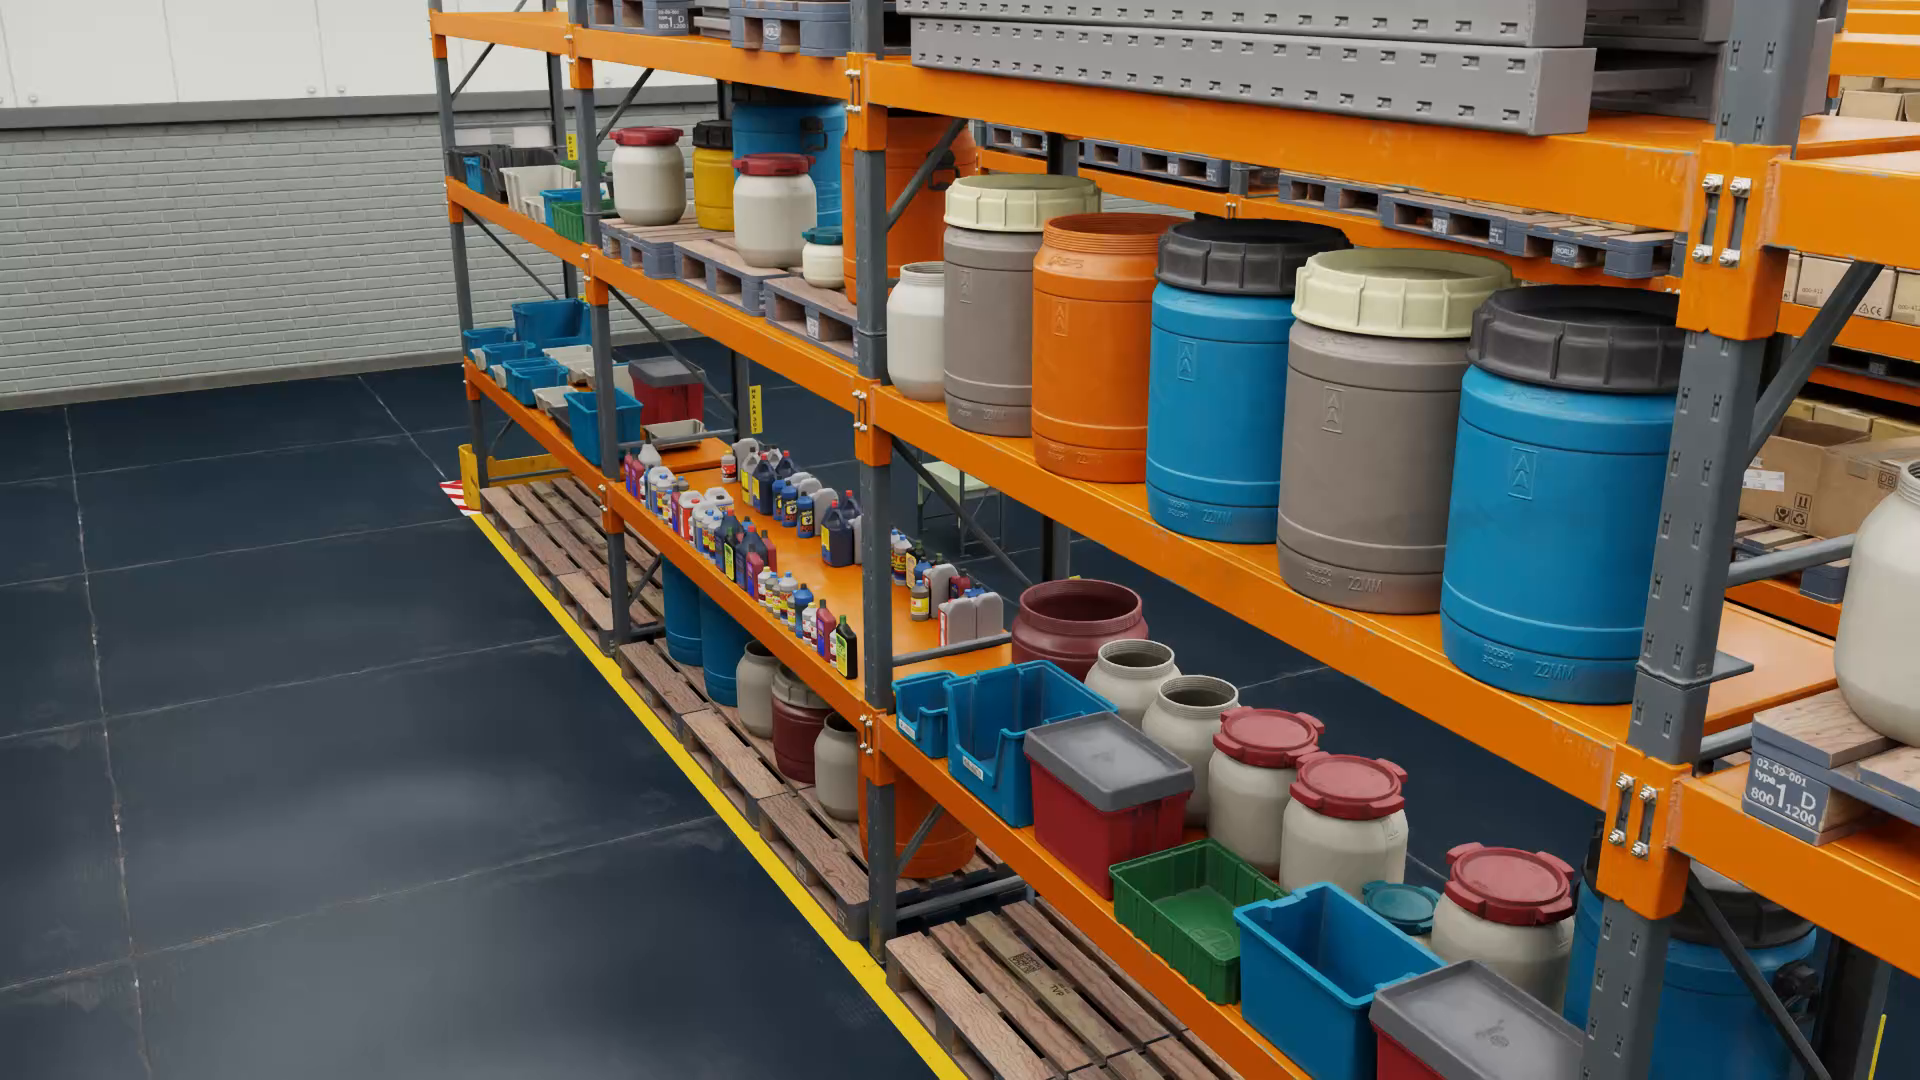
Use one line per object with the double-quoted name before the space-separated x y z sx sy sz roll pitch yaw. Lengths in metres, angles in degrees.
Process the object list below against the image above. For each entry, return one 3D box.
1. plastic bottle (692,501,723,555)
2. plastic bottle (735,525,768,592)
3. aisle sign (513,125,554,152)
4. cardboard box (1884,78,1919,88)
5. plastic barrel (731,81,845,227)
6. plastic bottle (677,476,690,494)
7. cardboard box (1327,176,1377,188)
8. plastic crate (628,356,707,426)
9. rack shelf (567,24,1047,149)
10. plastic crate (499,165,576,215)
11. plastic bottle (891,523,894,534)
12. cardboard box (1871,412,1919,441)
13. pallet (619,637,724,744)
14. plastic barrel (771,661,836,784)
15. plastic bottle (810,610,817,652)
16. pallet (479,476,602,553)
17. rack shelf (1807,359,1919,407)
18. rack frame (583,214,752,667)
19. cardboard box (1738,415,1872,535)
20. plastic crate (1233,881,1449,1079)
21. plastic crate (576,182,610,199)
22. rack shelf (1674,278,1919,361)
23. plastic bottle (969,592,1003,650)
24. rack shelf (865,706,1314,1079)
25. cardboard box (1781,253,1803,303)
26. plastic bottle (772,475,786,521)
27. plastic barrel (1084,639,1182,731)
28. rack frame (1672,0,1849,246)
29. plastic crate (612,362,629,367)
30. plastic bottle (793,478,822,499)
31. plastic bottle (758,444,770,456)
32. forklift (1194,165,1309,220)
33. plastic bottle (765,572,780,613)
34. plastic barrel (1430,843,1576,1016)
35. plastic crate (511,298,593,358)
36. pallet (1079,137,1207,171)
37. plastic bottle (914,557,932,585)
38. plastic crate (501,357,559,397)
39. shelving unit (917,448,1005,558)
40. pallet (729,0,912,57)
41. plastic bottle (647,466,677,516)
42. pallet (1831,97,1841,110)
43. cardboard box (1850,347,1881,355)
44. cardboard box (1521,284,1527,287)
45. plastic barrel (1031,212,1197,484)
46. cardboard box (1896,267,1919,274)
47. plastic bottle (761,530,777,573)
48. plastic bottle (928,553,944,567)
"plastic bottle" -1.427 -0.073 9.433 0.152 0.276 0.135 -10 21 -27
"plastic bottle" -1.111 0.086 8.860 0.144 0.351 0.185 -10 21 -27
"aisle sign" -3.537 -3.099 14.027 0.394 0.787 0.004 -10 21 -27
"cardboard box" 10.550 -5.052 18.121 0.797 0.503 0.637 -8 21 -22
"plastic barrel" -0.916 -2.043 8.942 0.600 0.901 0.708 -10 21 -27
"plastic bottle" -1.702 -0.289 10.176 0.097 0.201 0.097 0 19 0
"cardboard box" 2.939 -2.668 11.659 0.500 0.311 0.500 -11 22 -29
"plastic crate" -2.065 -1.009 11.767 0.402 0.464 0.583 -10 21 -27
"rack shelf" -0.912 -2.388 8.472 1.077 0.370 4.000 -10 21 -27
"plastic crate" -2.980 -2.482 11.808 0.437 0.282 0.530 -10 21 -27
"plastic bottle" -0.391 0.035 9.110 0.061 0.283 0.133 -10 21 -27
"cardboard box" 7.778 -0.832 13.484 0.500 0.250 0.500 -9 21 -25
"pallet" -1.532 0.891 10.726 1.003 0.211 1.213 -10 21 -27
"plastic barrel" -0.745 0.972 9.268 0.600 0.588 0.708 -10 21 -27
"plastic bottle" -0.678 0.435 8.078 0.097 0.201 0.097 0 19 0
"pallet" -3.403 -0.243 14.011 1.003 0.211 1.213 -10 21 -27
"rack shelf" 7.860 -1.248 13.751 1.077 0.370 4.000 -10 21 -27
"rack frame" -1.861 -0.655 10.932 1.000 3.000 0.127 -10 21 -27
"cardboard box" 4.689 -0.371 9.312 0.500 0.500 0.500 -13 23 -33
"plastic crate" 1.140 1.380 5.058 0.392 0.384 0.575 -10 21 -27
"plastic crate" -2.561 -2.542 12.206 0.437 0.136 0.530 -10 21 -27
"rack shelf" 5.347 -0.778 7.792 1.077 0.370 4.000 -10 21 -27
"plastic bottle" 0.117 0.377 8.130 0.152 0.276 0.135 -10 21 -27
"rack shelf" 0.988 1.407 6.058 1.077 0.370 4.000 -10 21 -27
"cardboard box" 4.396 -1.447 8.858 0.500 0.250 0.500 -10 21 -26
"plastic bottle" -1.078 -0.257 9.976 0.097 0.271 0.097 0 19 0
"plastic barrel" 0.715 0.702 6.826 0.421 0.512 0.421 0 19 0
"rack frame" 4.397 -3.110 8.849 1.000 3.000 0.127 -10 21 -27
"plastic crate" -2.560 -1.203 12.684 0.416 0.233 0.300 -10 21 -27
"plastic bottle" -0.913 -0.245 9.934 0.152 0.276 0.135 -10 21 -27
"plastic bottle" -1.240 -0.478 10.597 0.061 0.283 0.133 -10 21 -27
"forklift" 3.101 -2.654 16.830 1.130 2.935 3.031 -10 22 -28
"plastic bottle" -0.955 0.267 8.564 0.097 0.201 0.097 0 19 0
"plastic barrel" 1.676 1.268 5.149 0.433 0.535 0.433 0 19 0
"plastic crate" -3.437 -1.782 14.050 0.616 0.435 0.499 -10 21 -27
"pallet" 1.543 -3.385 14.380 1.003 0.211 1.213 -10 21 -27
"plastic bottle" -0.187 0.218 8.597 0.097 0.271 0.097 0 19 0
"plastic crate" -3.308 -1.253 12.829 0.416 0.233 0.300 -10 21 -27
"shelving unit" 0.003 -0.707 13.381 0.431 1.500 0.755 -10 21 -27
"pallet" -0.277 -2.277 7.336 1.213 0.211 1.003 -10 21 -27
"plastic bottle" -1.803 -0.300 10.092 0.152 0.276 0.135 -10 21 -27
"pallet" 10.264 -4.920 18.828 1.003 0.211 1.213 -10 21 -27
"cardboard box" 7.435 -1.610 13.441 0.380 0.149 0.250 -11 22 -29
"cardboard box" 5.763 -2.527 16.740 0.380 0.149 0.250 -10 21 -26
"plastic barrel" 0.548 -0.671 5.720 0.600 0.830 0.708 -10 21 -27
"cardboard box" 4.876 -1.512 7.895 0.500 0.500 0.500 -11 22 -28
"plastic bottle" -1.033 0.094 8.938 0.061 0.283 0.133 -10 21 -27
"plastic bottle" -0.126 0.195 8.646 0.061 0.283 0.133 -10 21 -27
